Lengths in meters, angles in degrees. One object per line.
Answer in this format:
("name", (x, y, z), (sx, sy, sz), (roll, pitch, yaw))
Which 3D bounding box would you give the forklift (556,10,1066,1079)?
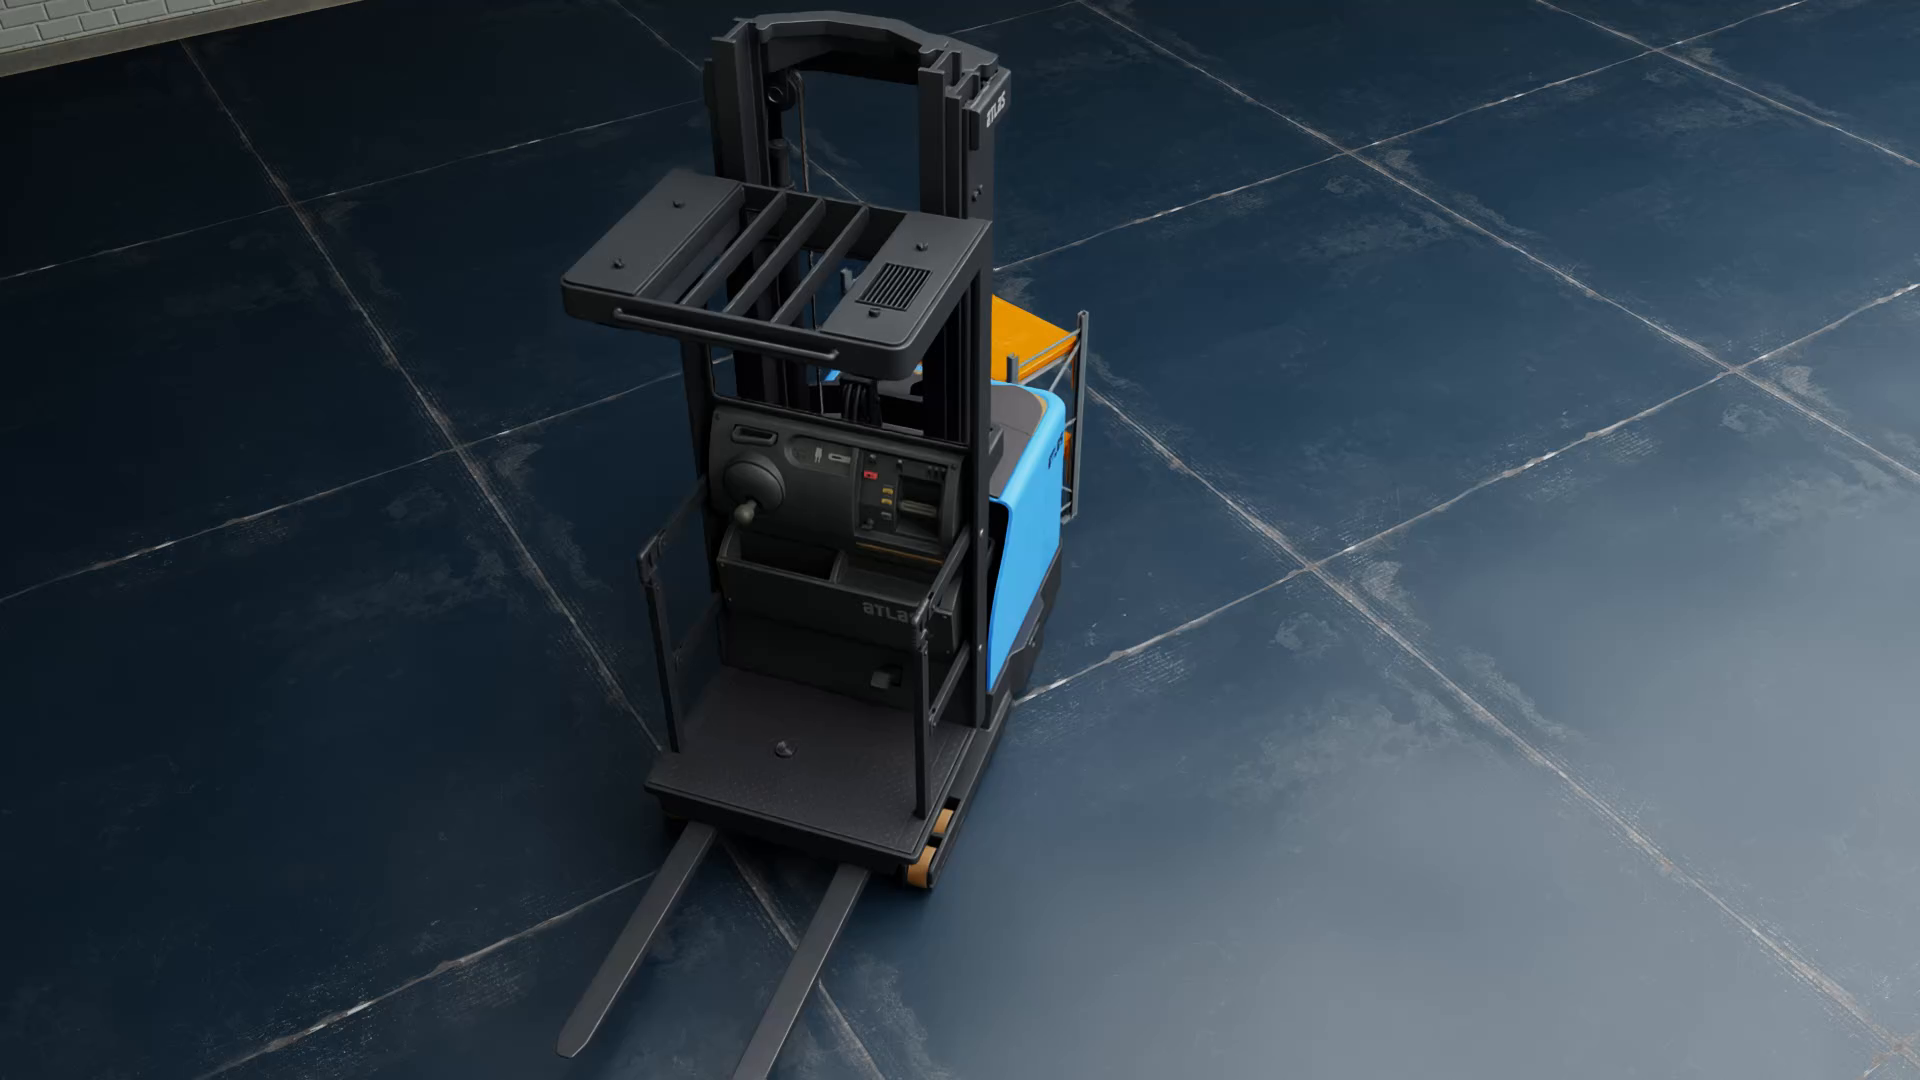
("forklift", (-0.513, -0.118, 5.663), (1.130, 2.935, 3.031), (13, 41, 15))

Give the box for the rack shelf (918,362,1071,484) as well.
("rack shelf", (0.010, -0.485, 7.896), (1.000, 0.278, 0.538), (31, 49, 32))

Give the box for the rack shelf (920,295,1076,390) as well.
("rack shelf", (0.010, -0.898, 7.552), (1.000, 0.278, 0.538), (31, 49, 32))

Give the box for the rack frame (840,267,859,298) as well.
("rack frame", (-0.359, -0.897, 8.008), (0.032, 1.125, 0.500), (31, 49, 32))

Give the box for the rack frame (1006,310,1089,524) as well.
("rack frame", (0.379, -0.449, 7.471), (0.032, 1.125, 0.500), (31, 49, 32))

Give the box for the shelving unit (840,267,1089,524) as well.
("shelving unit", (0.010, -0.673, 7.740), (1.048, 1.125, 0.538), (31, 49, 32))
